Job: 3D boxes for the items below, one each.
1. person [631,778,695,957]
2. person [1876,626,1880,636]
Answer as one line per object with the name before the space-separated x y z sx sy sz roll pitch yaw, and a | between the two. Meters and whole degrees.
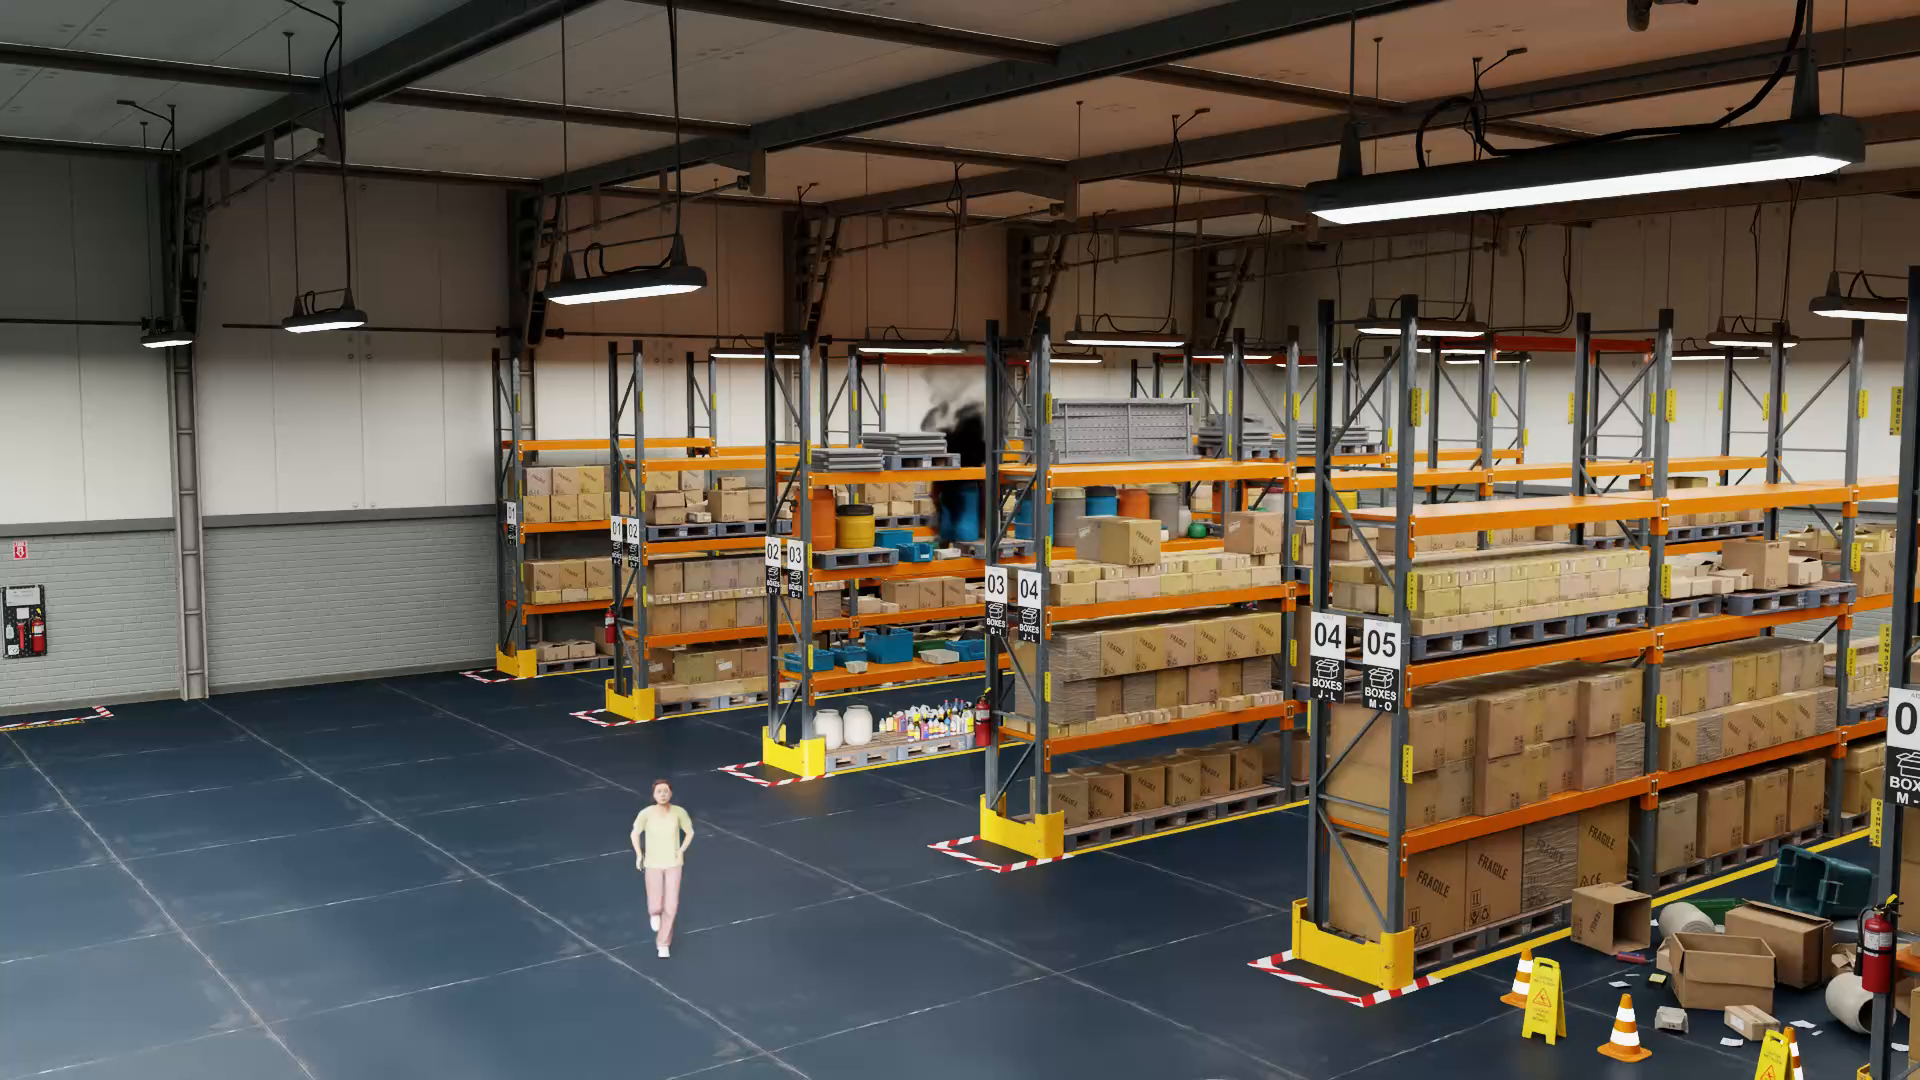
person | -2.750 3.007 15.422 0.581 1.626 0.565 -1 5 -12
person | 13.684 2.106 24.781 0.542 1.736 0.696 -3 6 -33
